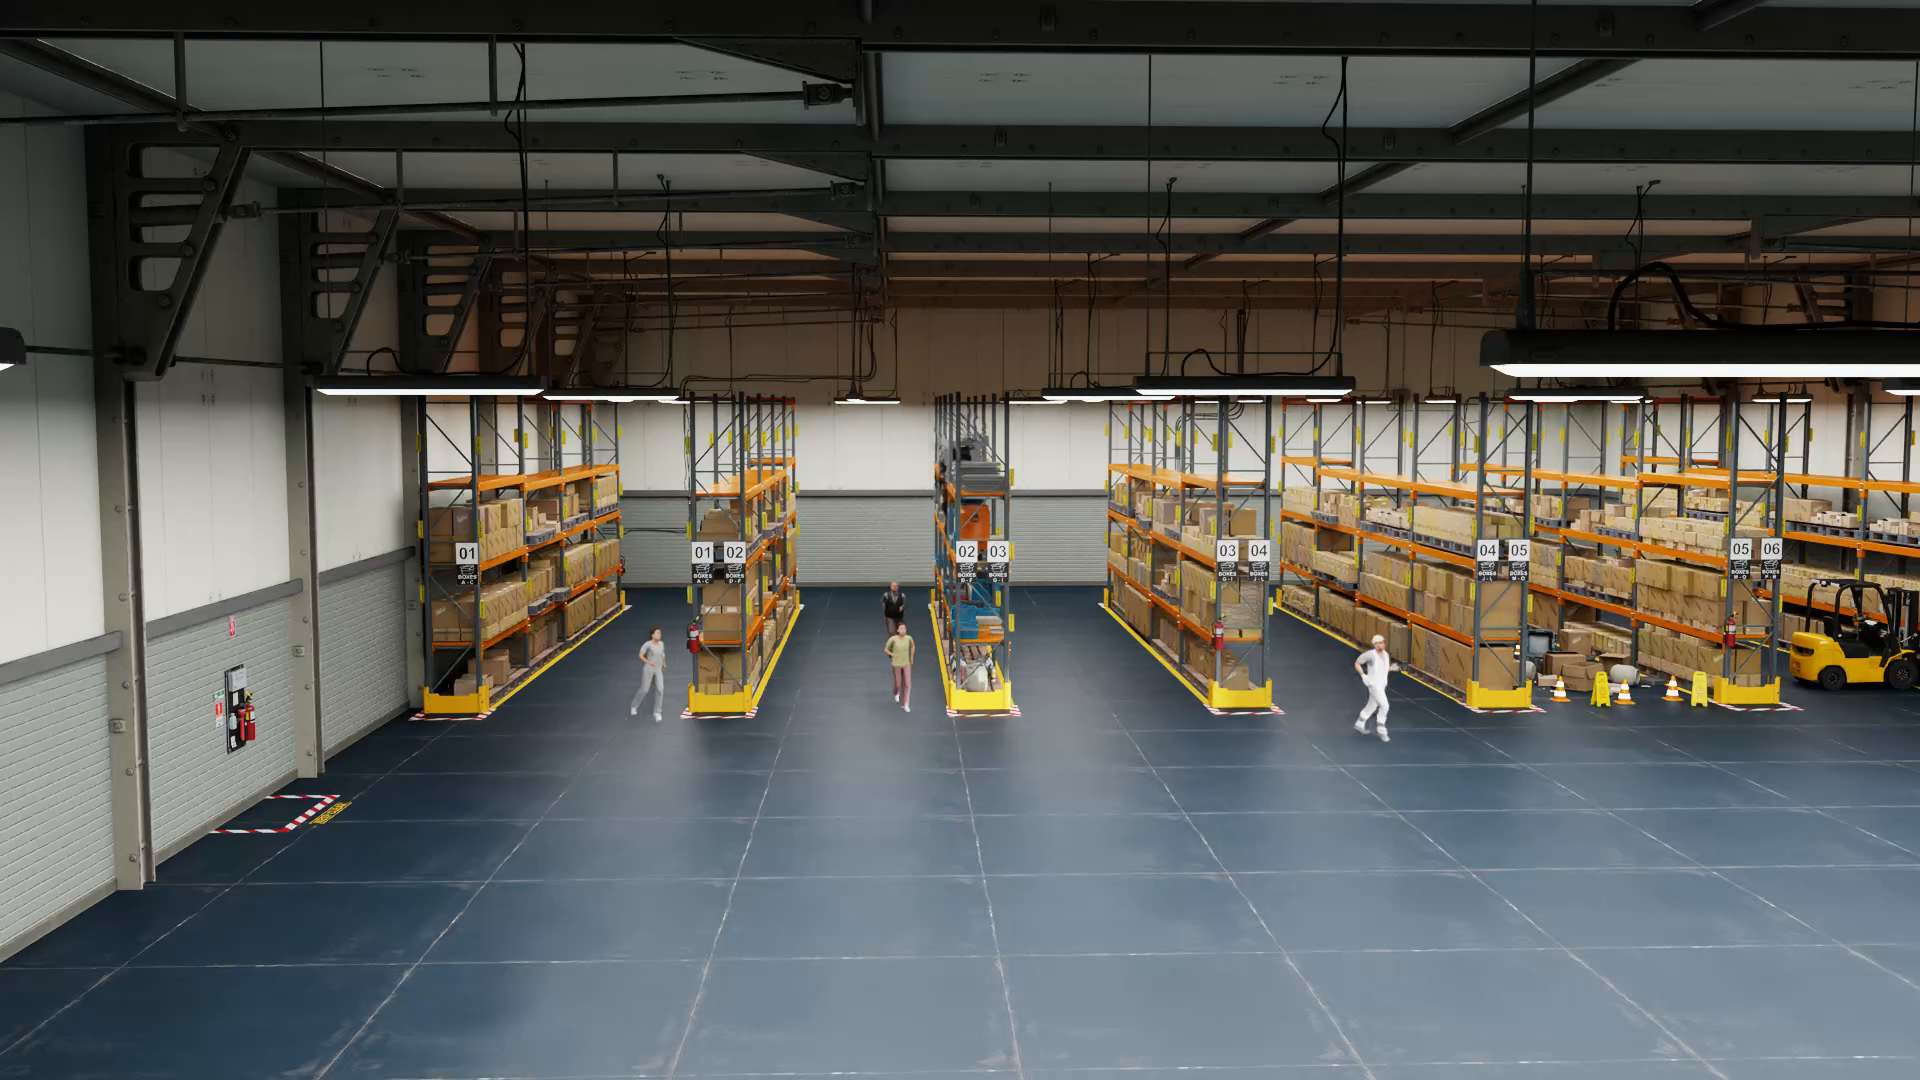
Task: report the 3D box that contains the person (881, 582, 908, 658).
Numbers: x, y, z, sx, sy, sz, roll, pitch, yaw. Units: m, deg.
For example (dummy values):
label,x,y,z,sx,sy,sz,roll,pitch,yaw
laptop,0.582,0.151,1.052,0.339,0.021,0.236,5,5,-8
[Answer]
label,x,y,z,sx,sy,sz,roll,pitch,yaw
person,-1.498,1.825,38.134,0.574,1.760,0.847,-1,5,-13

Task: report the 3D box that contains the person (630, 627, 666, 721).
label,x,y,z,sx,sy,sz,roll,pitch,yaw
person,-5.639,2.436,30.614,0.647,1.665,0.913,-4,6,-40

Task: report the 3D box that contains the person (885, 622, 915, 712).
label,x,y,z,sx,sy,sz,roll,pitch,yaw
person,-1.125,2.385,31.523,0.617,1.668,0.834,-1,5,-16

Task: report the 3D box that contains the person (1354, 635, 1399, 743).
label,x,y,z,sx,sy,sz,roll,pitch,yaw
person,7.178,2.543,28.682,0.618,1.851,0.798,-5,6,-45
